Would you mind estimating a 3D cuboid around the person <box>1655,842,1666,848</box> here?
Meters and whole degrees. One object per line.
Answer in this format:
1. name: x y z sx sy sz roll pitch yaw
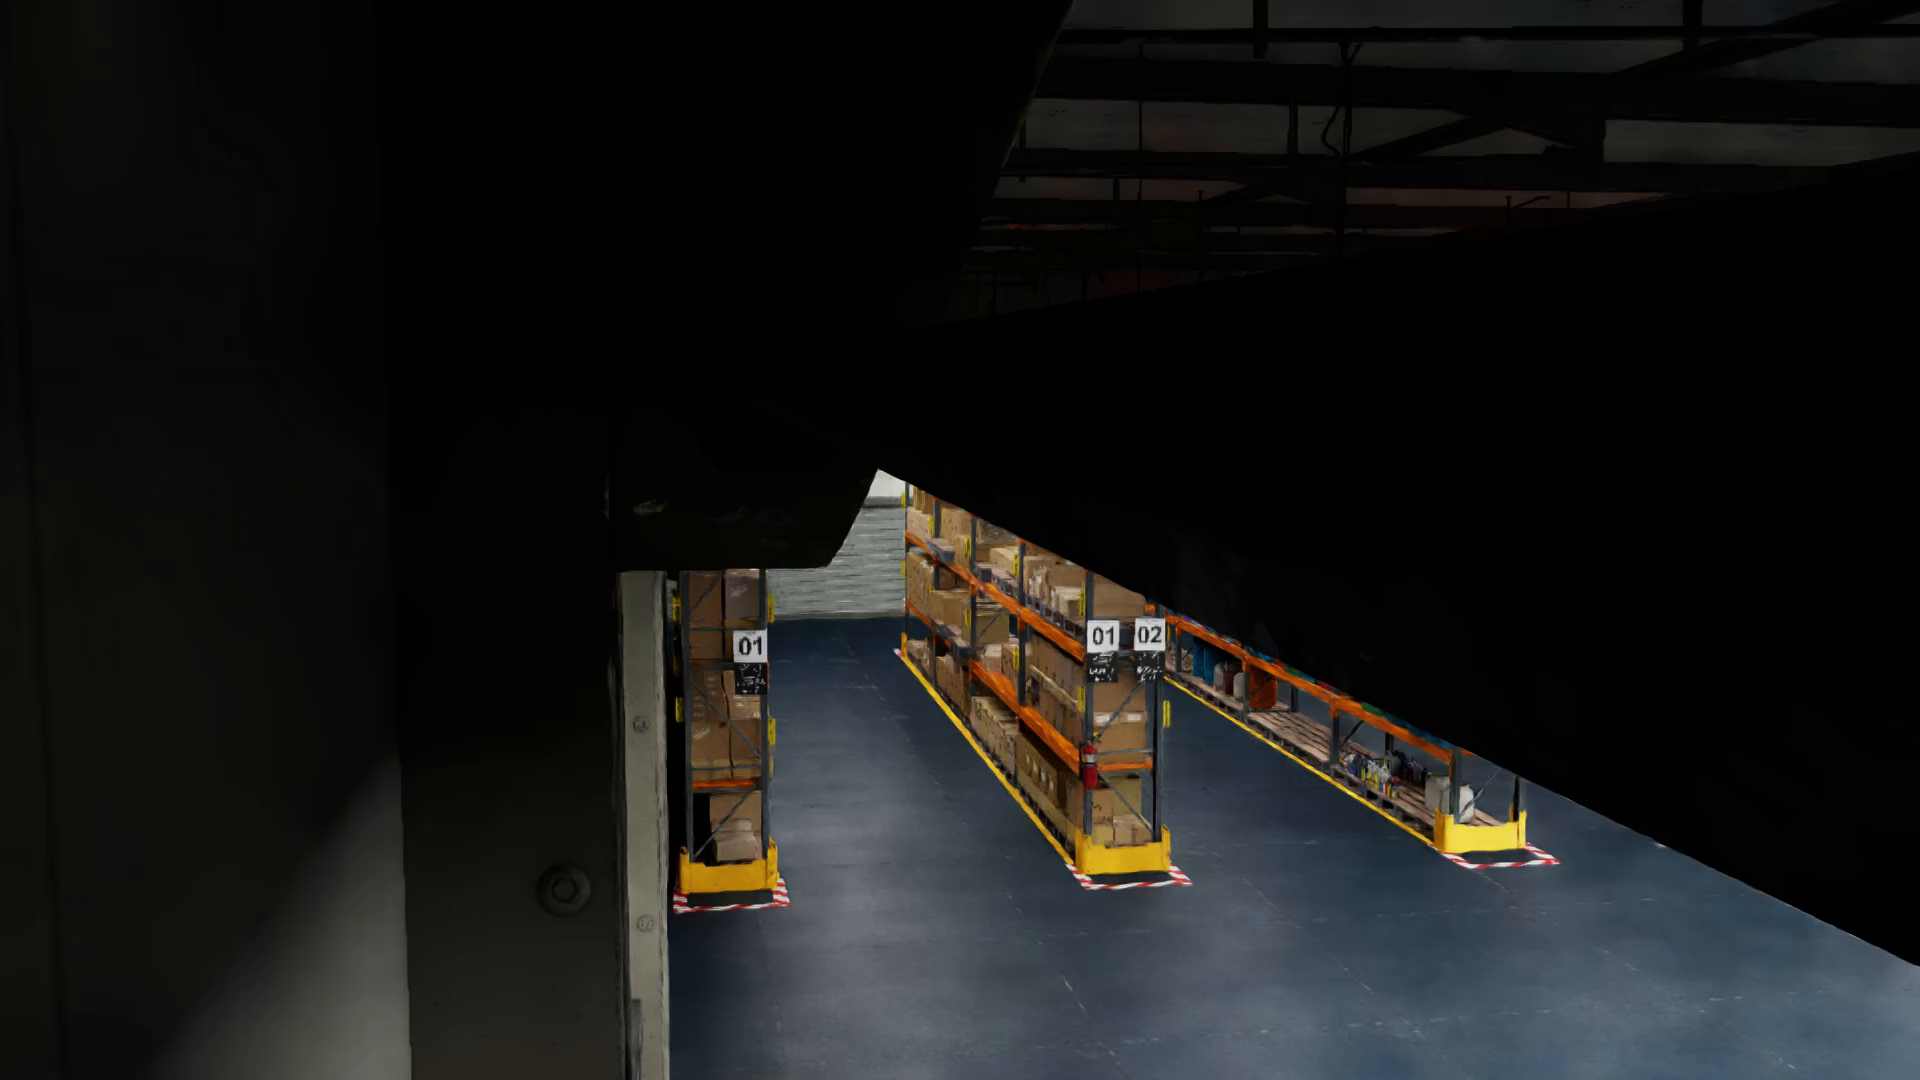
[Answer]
1. person: 9.420 3.175 22.054 0.569 1.761 0.562 3 7 27
